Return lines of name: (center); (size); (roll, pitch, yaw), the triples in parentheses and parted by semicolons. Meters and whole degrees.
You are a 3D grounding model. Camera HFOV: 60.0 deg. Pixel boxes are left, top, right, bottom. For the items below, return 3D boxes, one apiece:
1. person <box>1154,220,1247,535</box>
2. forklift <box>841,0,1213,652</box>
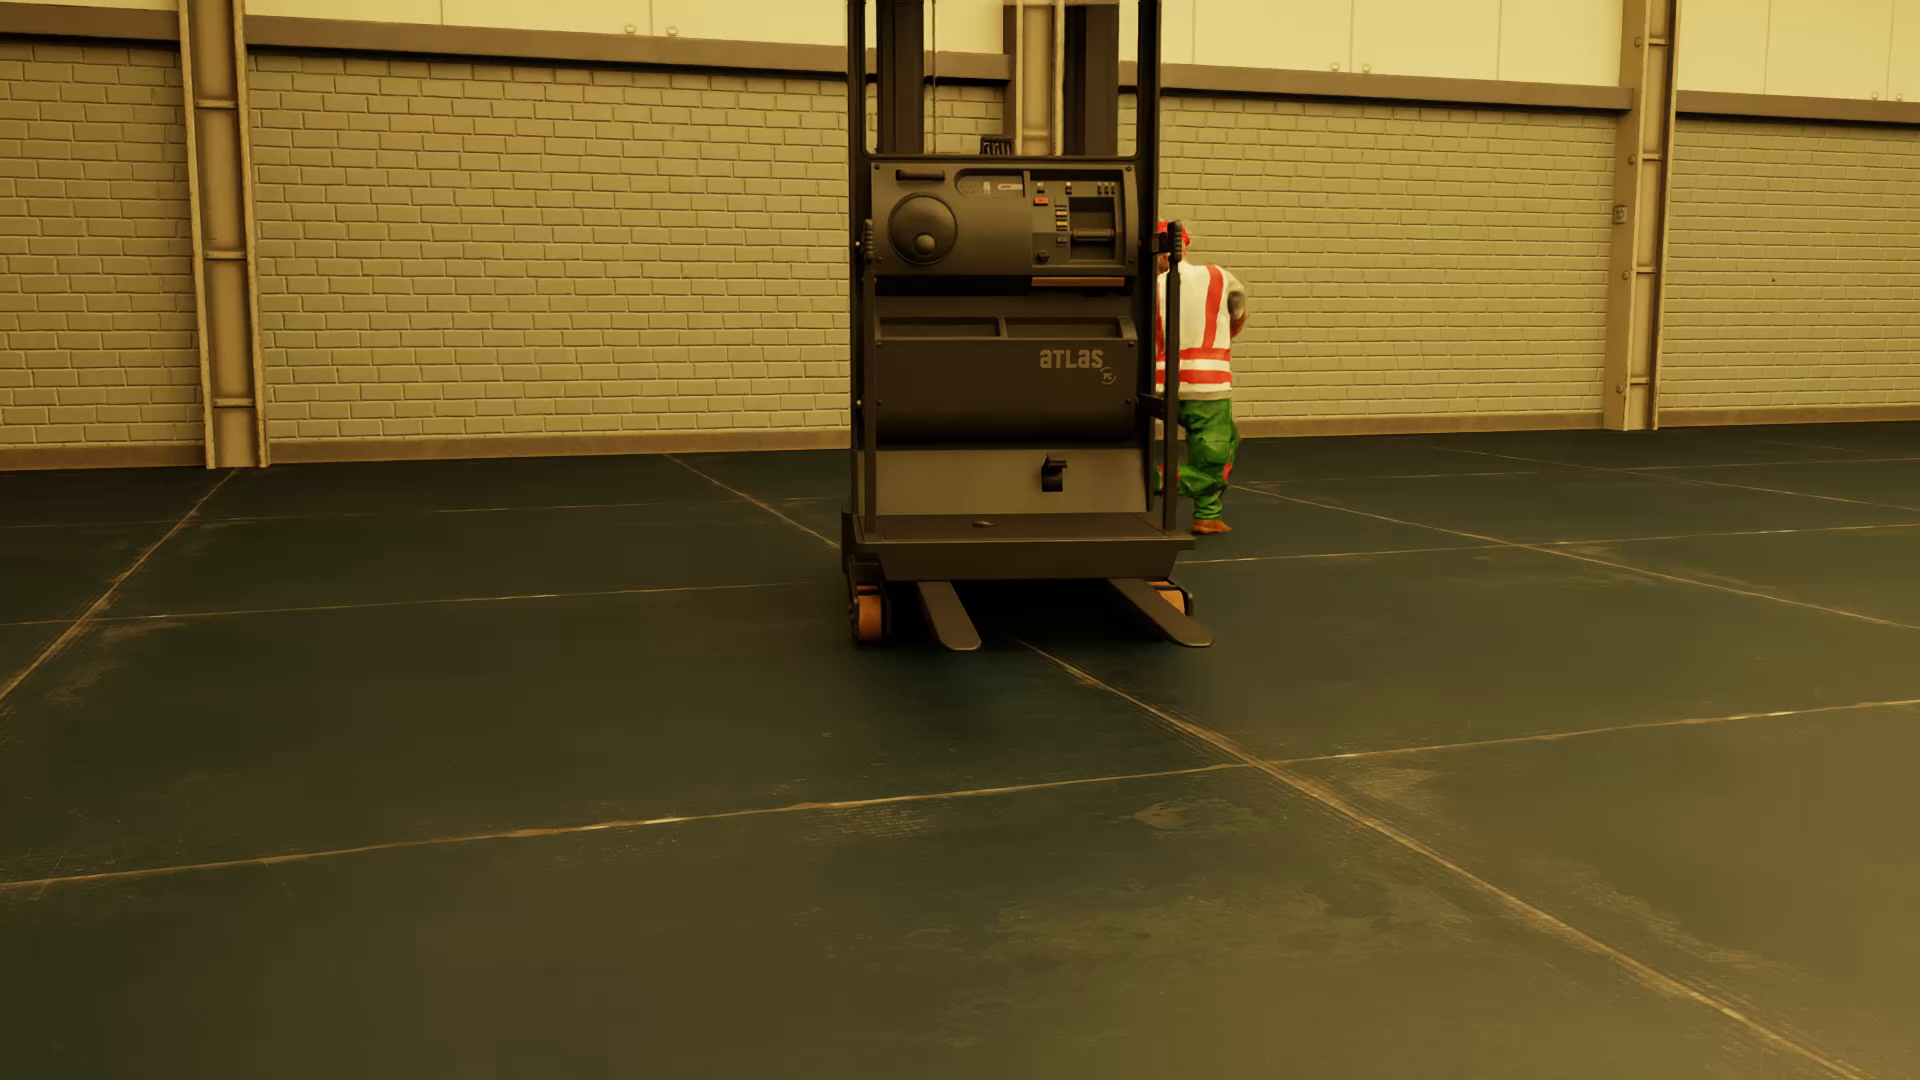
person: (1.013, -0.766, 8.035); (0.663, 1.548, 0.931); (7, 10, 42)
forklift: (0.176, -1.160, 5.576); (1.130, 2.935, 3.031); (-1, 8, -5)
